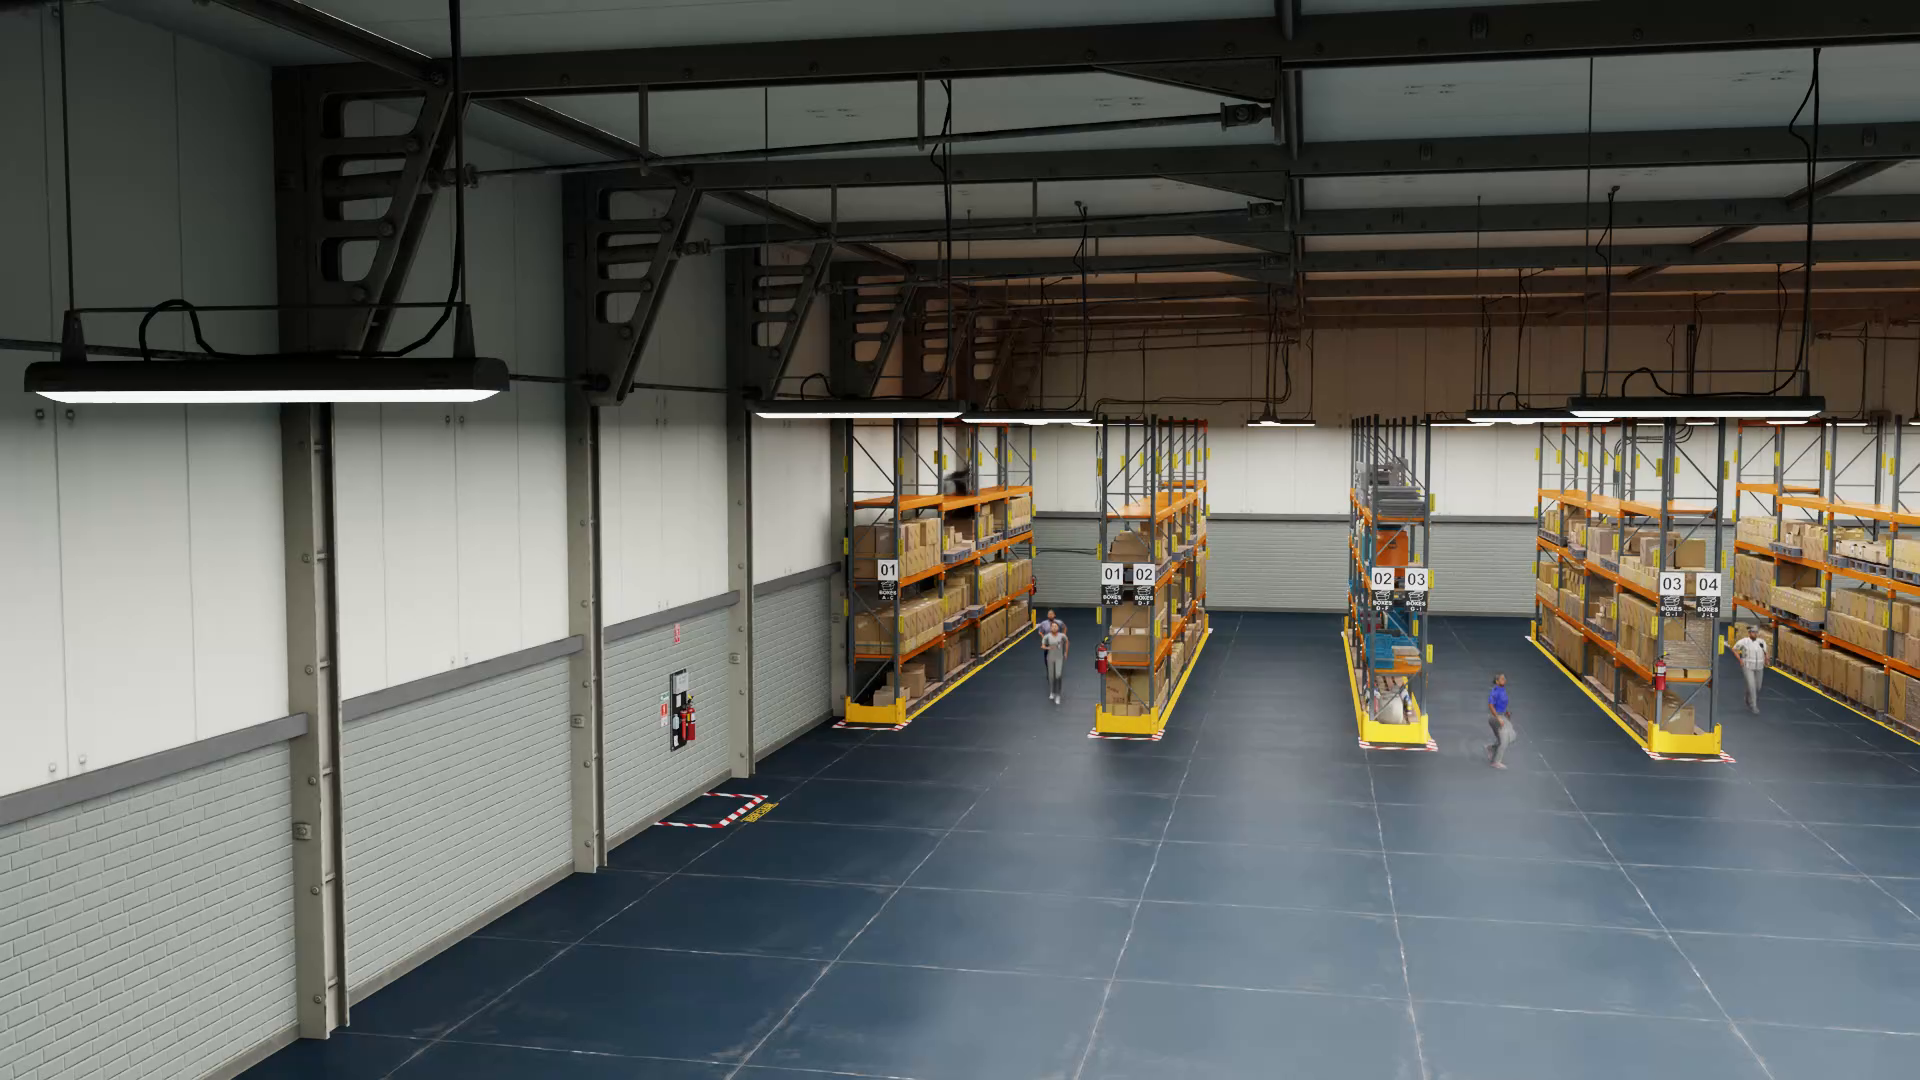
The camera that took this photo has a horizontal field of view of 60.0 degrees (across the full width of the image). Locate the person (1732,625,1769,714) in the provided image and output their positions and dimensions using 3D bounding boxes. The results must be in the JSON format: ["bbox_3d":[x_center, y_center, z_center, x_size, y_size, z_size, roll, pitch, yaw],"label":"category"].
[{"bbox_3d":[16.127,2.604,33.857,0.663,1.779,0.794,0,4,3],"label":"person"}]

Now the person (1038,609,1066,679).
[{"bbox_3d":[2.078,2.417,37.611,0.613,1.704,0.711,1,4,9],"label":"person"}]

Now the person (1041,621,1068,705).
[{"bbox_3d":[1.985,2.559,34.911,0.554,1.737,0.797,1,4,8],"label":"person"}]

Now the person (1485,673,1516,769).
[{"bbox_3d":[9.144,3.057,28.121,0.486,1.628,0.607,2,4,32],"label":"person"}]
